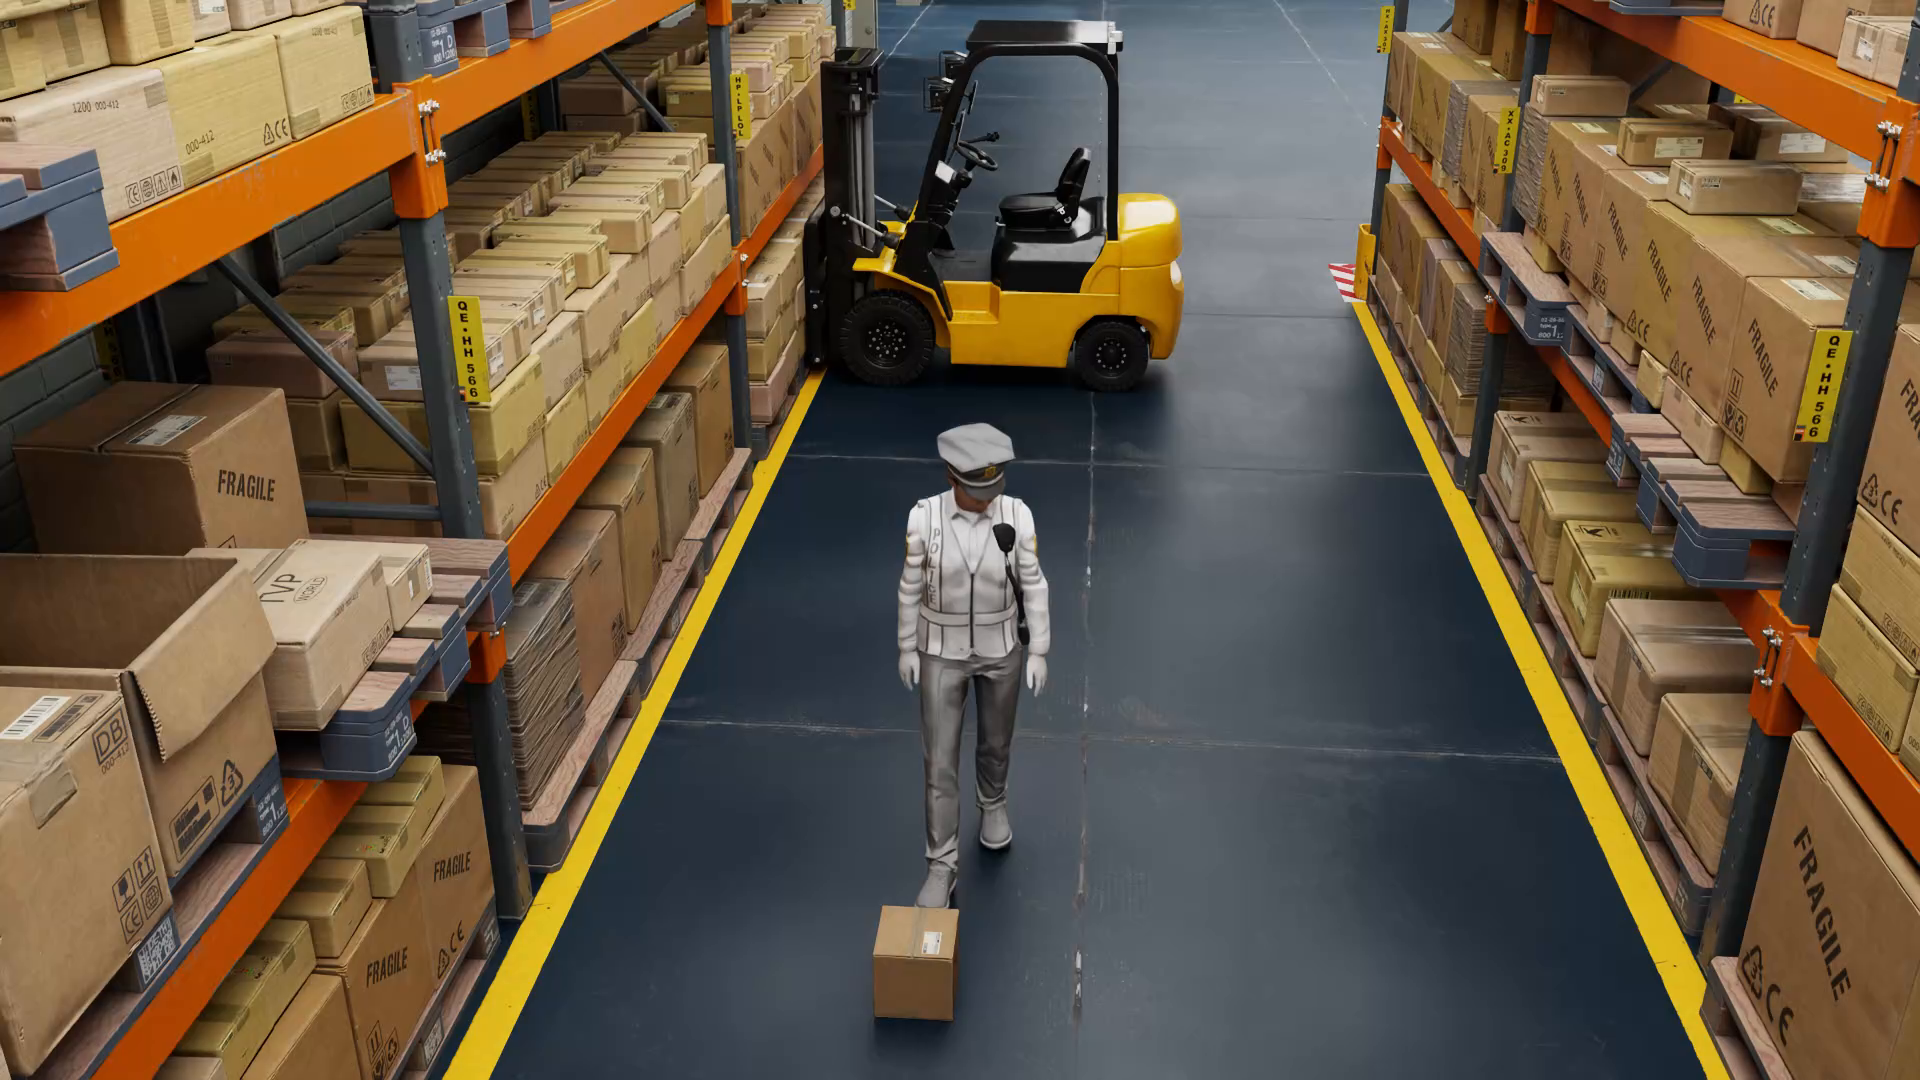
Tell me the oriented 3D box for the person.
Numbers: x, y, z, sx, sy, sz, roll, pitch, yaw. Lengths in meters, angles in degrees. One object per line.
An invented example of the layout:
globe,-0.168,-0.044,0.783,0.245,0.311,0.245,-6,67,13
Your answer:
person,0.051,0.426,5.643,0.524,1.645,0.719,-1,25,-2
